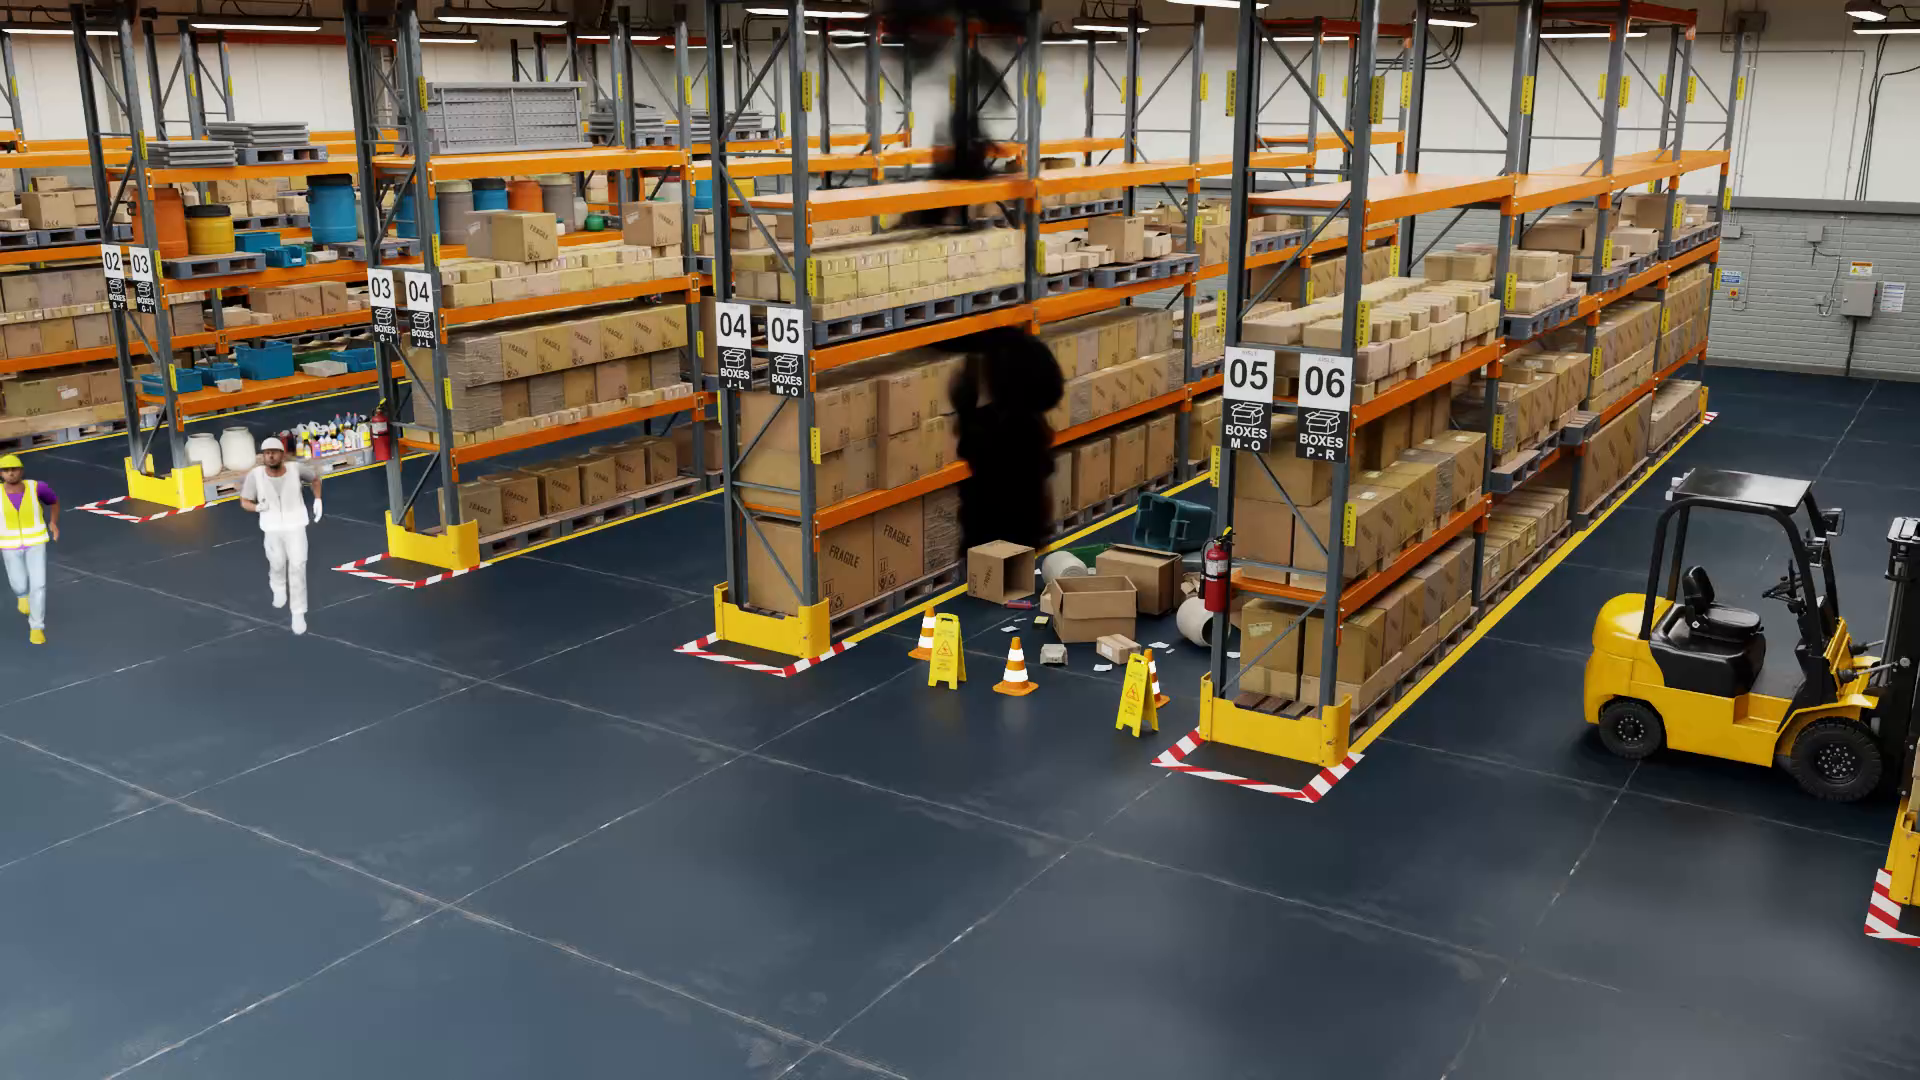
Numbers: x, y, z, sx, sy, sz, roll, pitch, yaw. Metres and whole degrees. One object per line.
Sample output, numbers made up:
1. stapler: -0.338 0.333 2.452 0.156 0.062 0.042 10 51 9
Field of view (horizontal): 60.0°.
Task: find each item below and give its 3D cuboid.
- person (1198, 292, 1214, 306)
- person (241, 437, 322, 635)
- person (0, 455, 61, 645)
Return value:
1. person: 4.046 -3.175 27.341 0.673 1.804 0.973 12 20 38
2. person: -6.424 -0.102 15.831 0.695 1.823 0.949 -5 16 -17
3. person: -8.913 0.047 15.832 0.707 1.762 0.891 -8 18 -27
